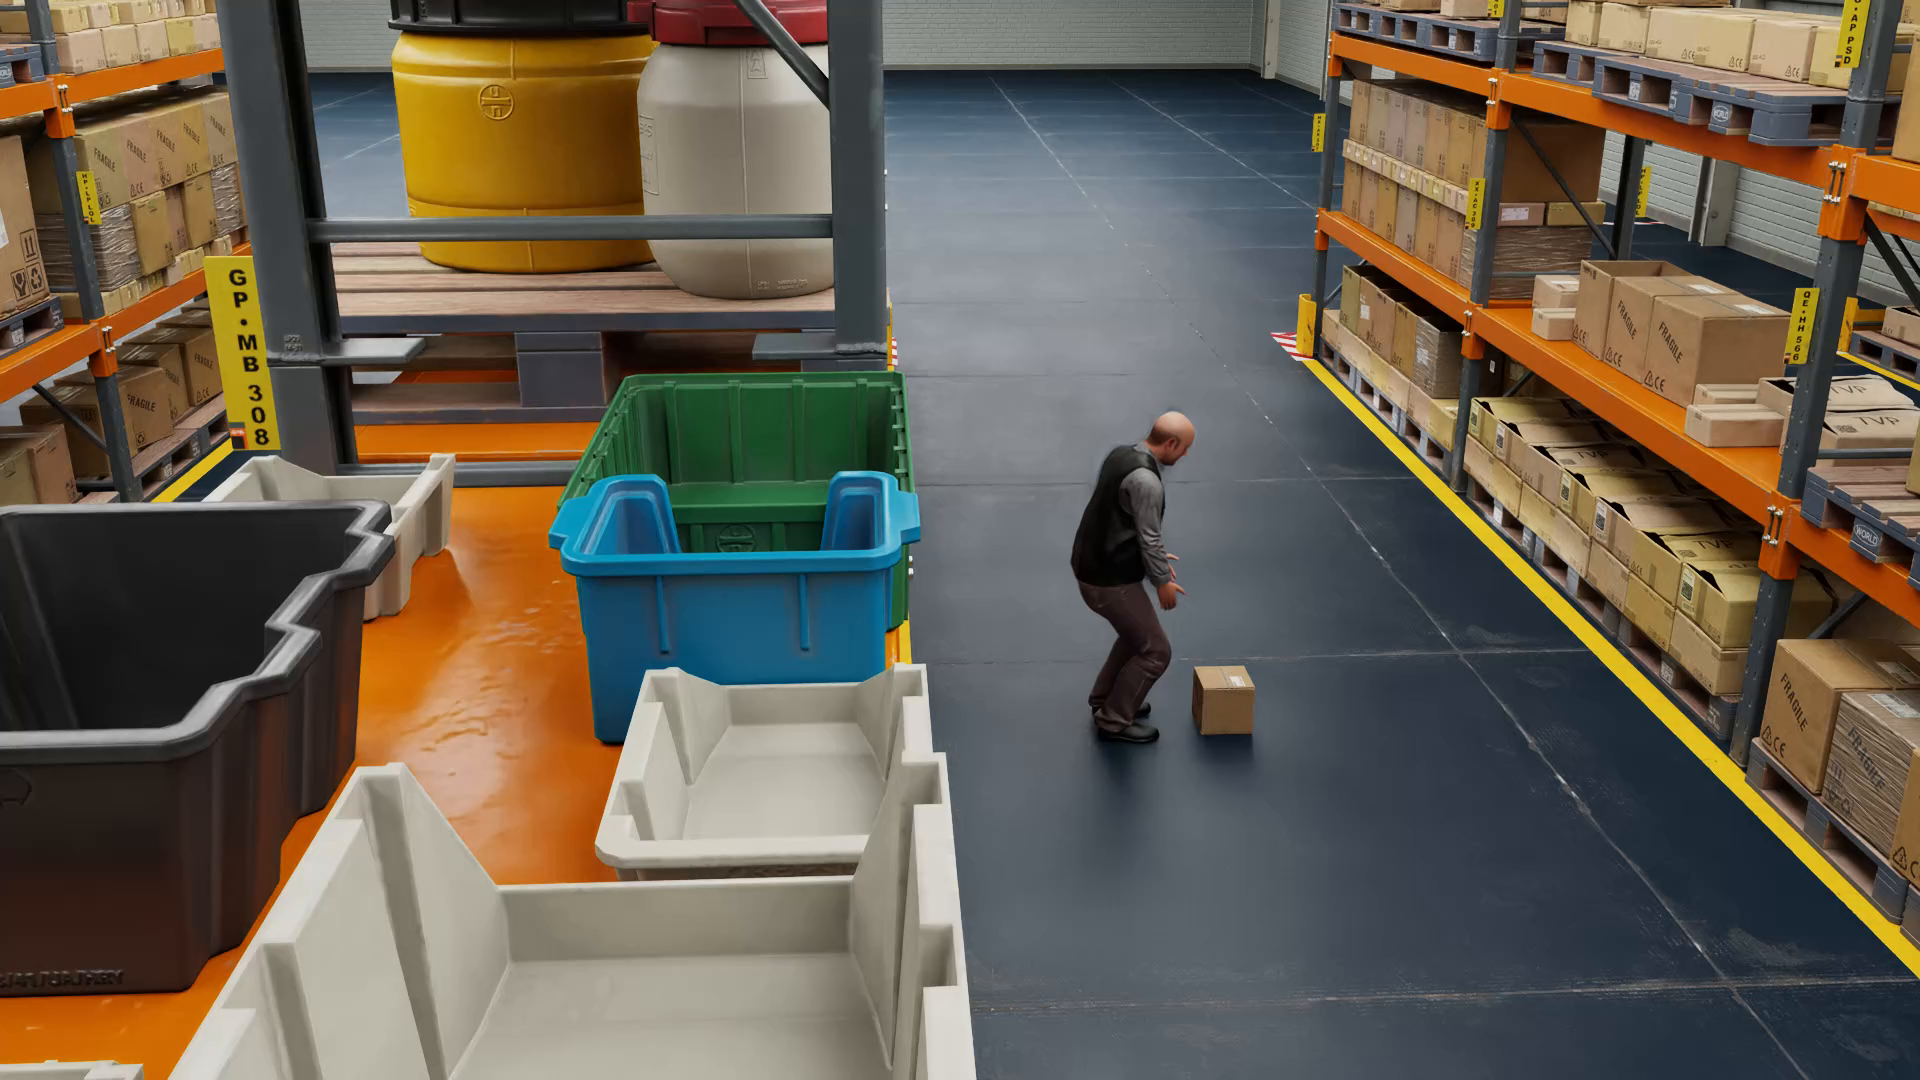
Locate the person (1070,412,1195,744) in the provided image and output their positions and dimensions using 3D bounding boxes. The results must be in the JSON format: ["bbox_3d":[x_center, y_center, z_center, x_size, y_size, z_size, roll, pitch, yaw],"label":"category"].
[{"bbox_3d":[0.804,0.160,7.897,0.555,1.581,0.581,-1,20,-2],"label":"person"}]
